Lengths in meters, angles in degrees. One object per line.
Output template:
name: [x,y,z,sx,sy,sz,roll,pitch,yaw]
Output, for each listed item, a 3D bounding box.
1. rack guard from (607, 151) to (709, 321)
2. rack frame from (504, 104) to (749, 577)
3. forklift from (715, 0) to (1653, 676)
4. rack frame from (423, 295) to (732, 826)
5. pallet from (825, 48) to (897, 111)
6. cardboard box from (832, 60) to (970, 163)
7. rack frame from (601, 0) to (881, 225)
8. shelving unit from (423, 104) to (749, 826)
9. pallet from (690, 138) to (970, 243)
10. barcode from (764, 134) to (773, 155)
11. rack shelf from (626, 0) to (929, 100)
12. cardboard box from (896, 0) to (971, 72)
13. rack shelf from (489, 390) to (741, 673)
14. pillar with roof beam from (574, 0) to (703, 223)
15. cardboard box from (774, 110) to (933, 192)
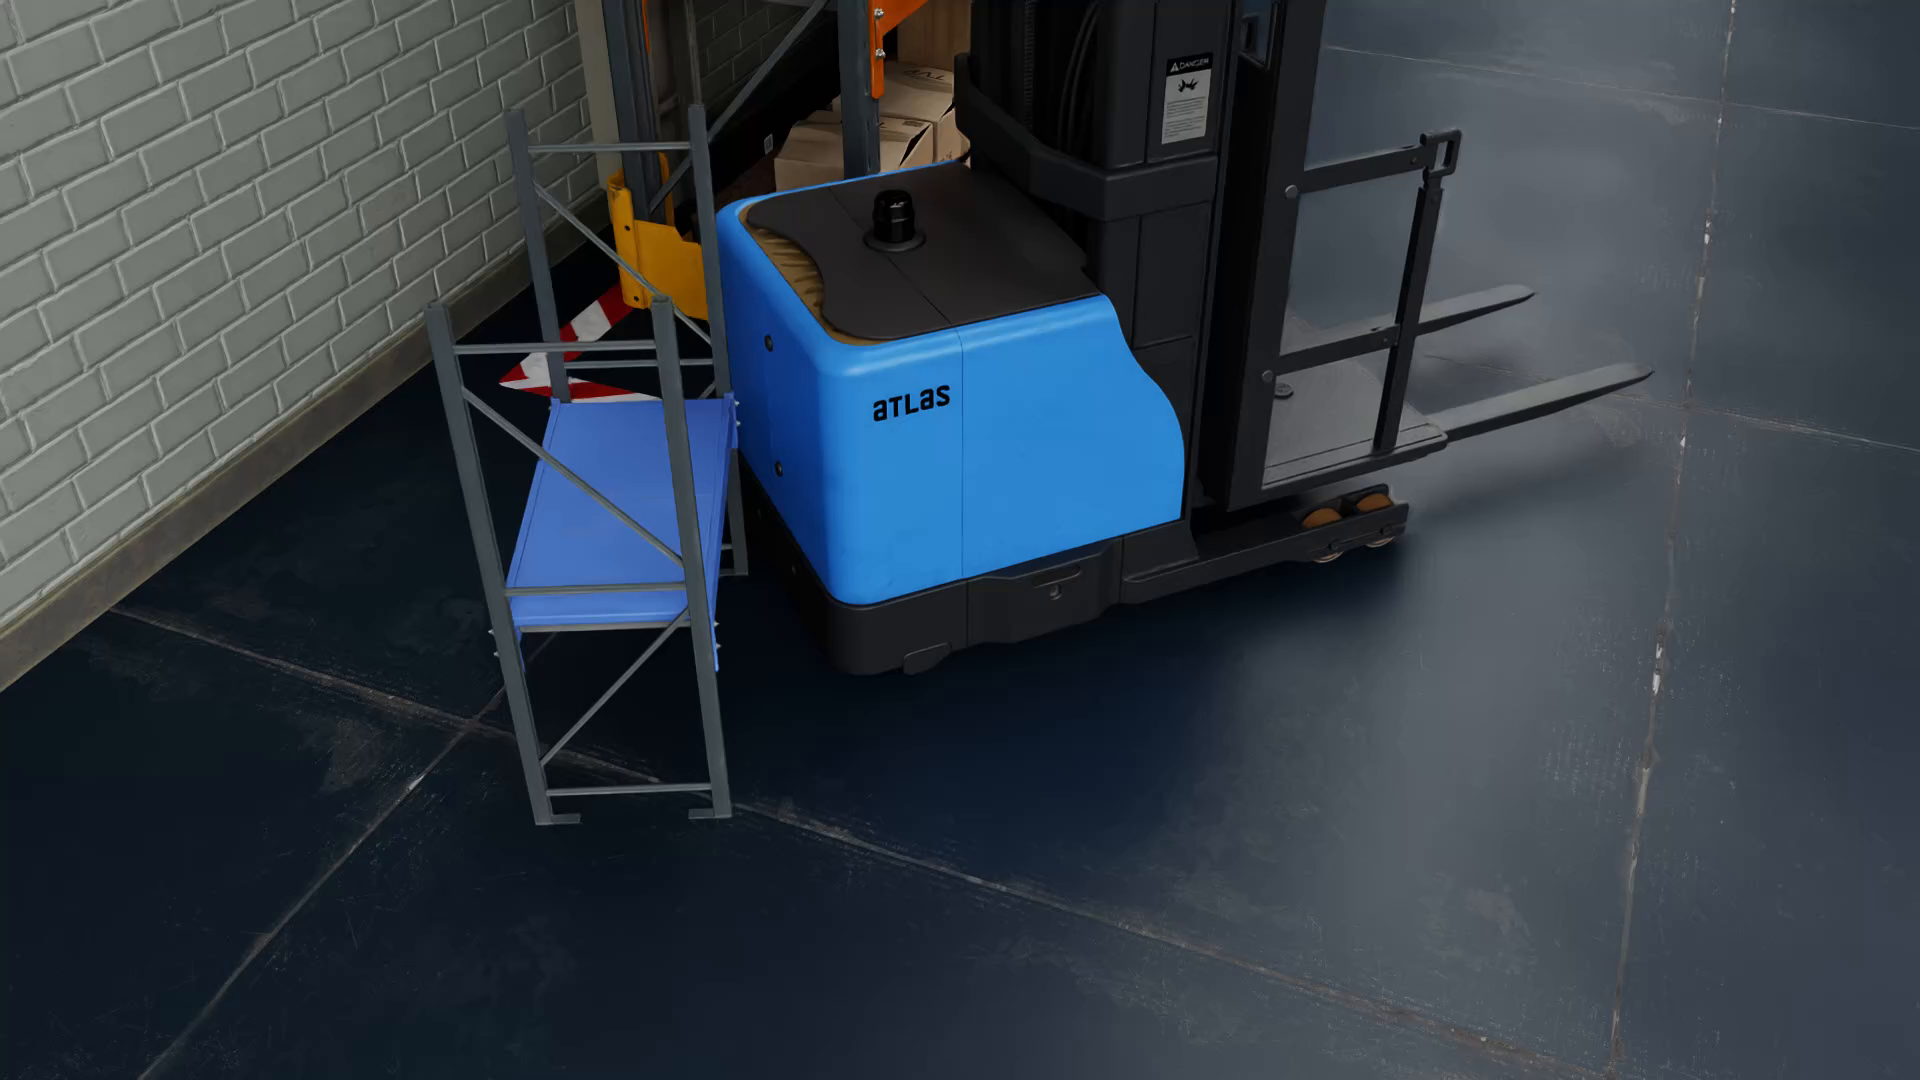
rack guard: [-0.734,-1.086,6.285,1.175,0.500,0.348,14,39,18]
rack frame: [-0.898,-0.492,4.655,0.500,1.500,0.032,-2,37,-3]
forklift: [0.840,-1.377,4.644,3.031,2.935,1.130,-15,39,-19]
rack frame: [-0.840,0.116,3.842,0.500,1.500,0.032,-2,37,-3]
pallet: [0.074,-2.085,7.863,1.003,0.211,1.213,14,39,18]
cardboard box: [-0.199,-1.822,7.061,0.500,0.311,0.500,17,40,21]
rack frame: [-0.763,-2.045,5.480,1.000,3.000,0.127,14,39,18]
shelving unit: [-0.869,-0.188,4.249,0.538,1.500,1.048,-2,37,-3]
pallet: [-0.392,-1.412,6.963,1.003,0.211,1.213,14,39,18]
barcode: [-0.779,-1.612,6.771,0.001,0.075,0.075,14,39,18]
rack shelf: [-0.002,-2.864,7.177,1.077,0.370,4.000,14,39,18]
cardboard box: [0.126,-2.293,7.533,0.700,0.500,0.500,11,38,15]
rack shelf: [-0.869,-0.044,4.356,0.538,0.185,1.000,-2,37,-3]
pillar with roof beam: [2.685,-4.052,3.155,9.100,9.000,0.400,14,39,18]
cardboard box: [-0.416,-1.507,6.639,0.500,0.311,0.500,10,38,13]
